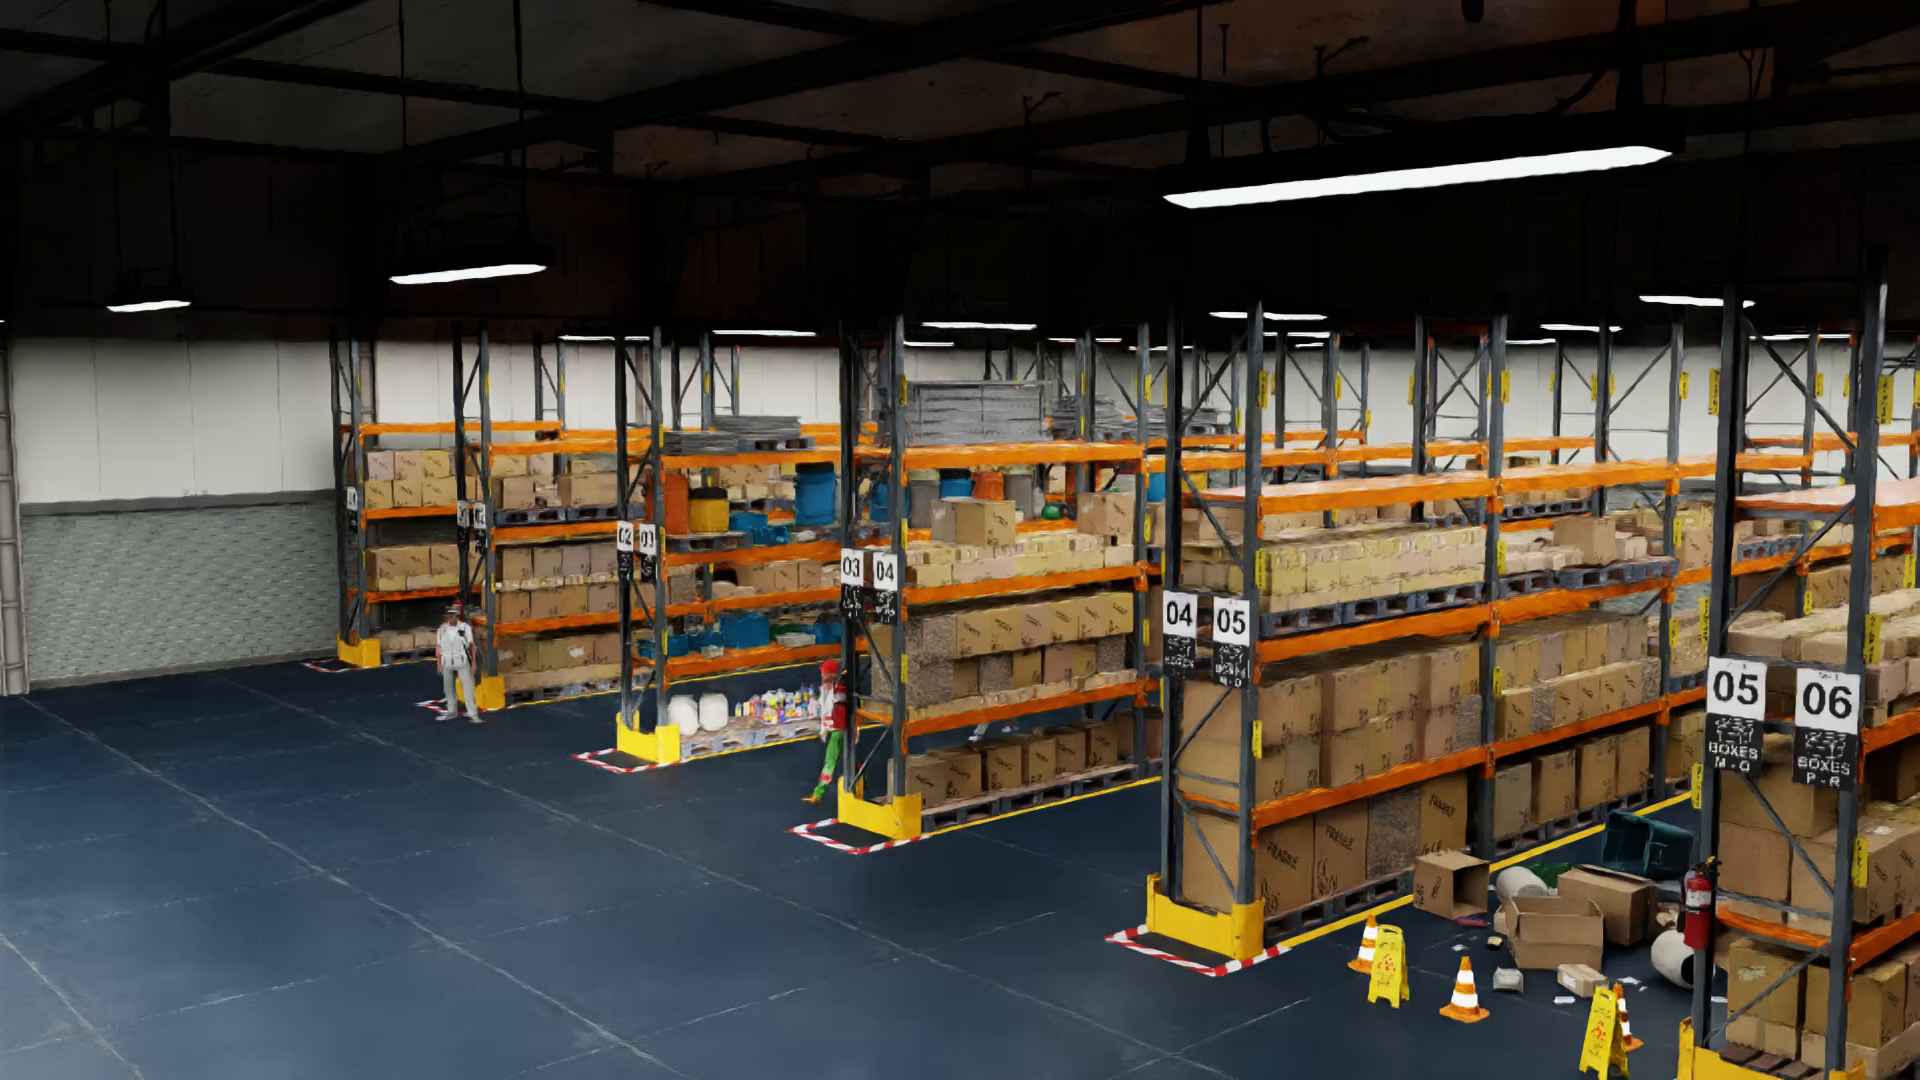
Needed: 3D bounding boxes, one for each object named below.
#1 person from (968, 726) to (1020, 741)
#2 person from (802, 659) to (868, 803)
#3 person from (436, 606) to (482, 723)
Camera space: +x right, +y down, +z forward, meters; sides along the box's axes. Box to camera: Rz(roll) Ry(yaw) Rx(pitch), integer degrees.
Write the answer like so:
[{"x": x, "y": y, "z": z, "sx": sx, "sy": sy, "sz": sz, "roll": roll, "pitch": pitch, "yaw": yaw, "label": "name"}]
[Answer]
[{"x": 0.448, "y": 2.028, "z": 23.596, "sx": 1.109, "sy": 1.590, "sz": 0.446, "roll": -5, "pitch": 7, "yaw": -39, "label": "person"}, {"x": -1.565, "y": 2.290, "z": 20.308, "sx": 1.104, "sy": 1.707, "sz": 0.534, "roll": -4, "pitch": 7, "yaw": -38, "label": "person"}, {"x": -7.472, "y": 1.836, "z": 24.762, "sx": 0.772, "sy": 1.755, "sz": 0.588, "roll": 0, "pitch": 6, "yaw": -2, "label": "person"}]
